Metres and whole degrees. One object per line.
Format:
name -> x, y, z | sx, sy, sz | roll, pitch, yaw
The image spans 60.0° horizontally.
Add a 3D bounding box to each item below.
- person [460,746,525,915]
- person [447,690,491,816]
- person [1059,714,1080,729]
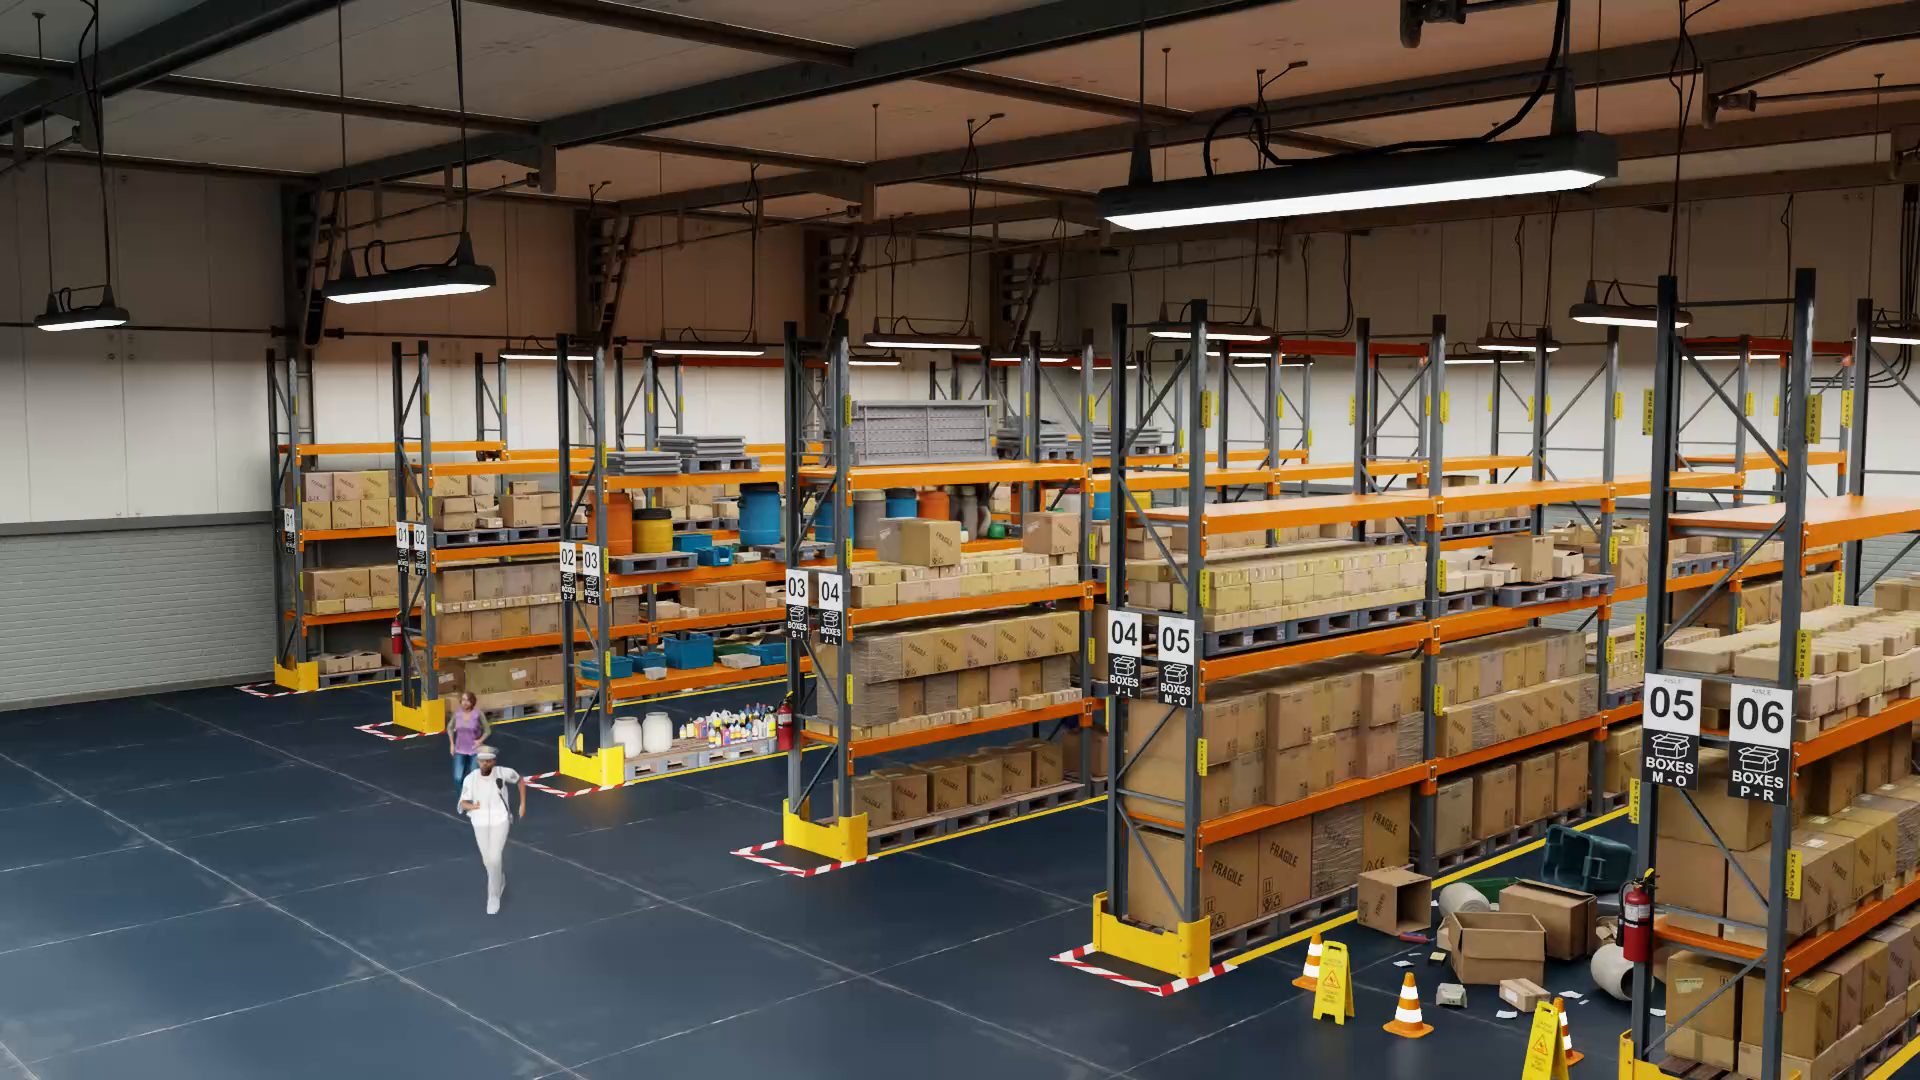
person -> -4.711, 2.881, 16.773 | 0.600, 1.709, 0.820 | -1, 5, -6
person -> -6.016, 2.620, 20.351 | 0.543, 1.568, 0.565 | -1, 5, -9
person -> 1.726, 2.280, 24.259 | 0.626, 1.619, 0.638 | 4, 6, 39
